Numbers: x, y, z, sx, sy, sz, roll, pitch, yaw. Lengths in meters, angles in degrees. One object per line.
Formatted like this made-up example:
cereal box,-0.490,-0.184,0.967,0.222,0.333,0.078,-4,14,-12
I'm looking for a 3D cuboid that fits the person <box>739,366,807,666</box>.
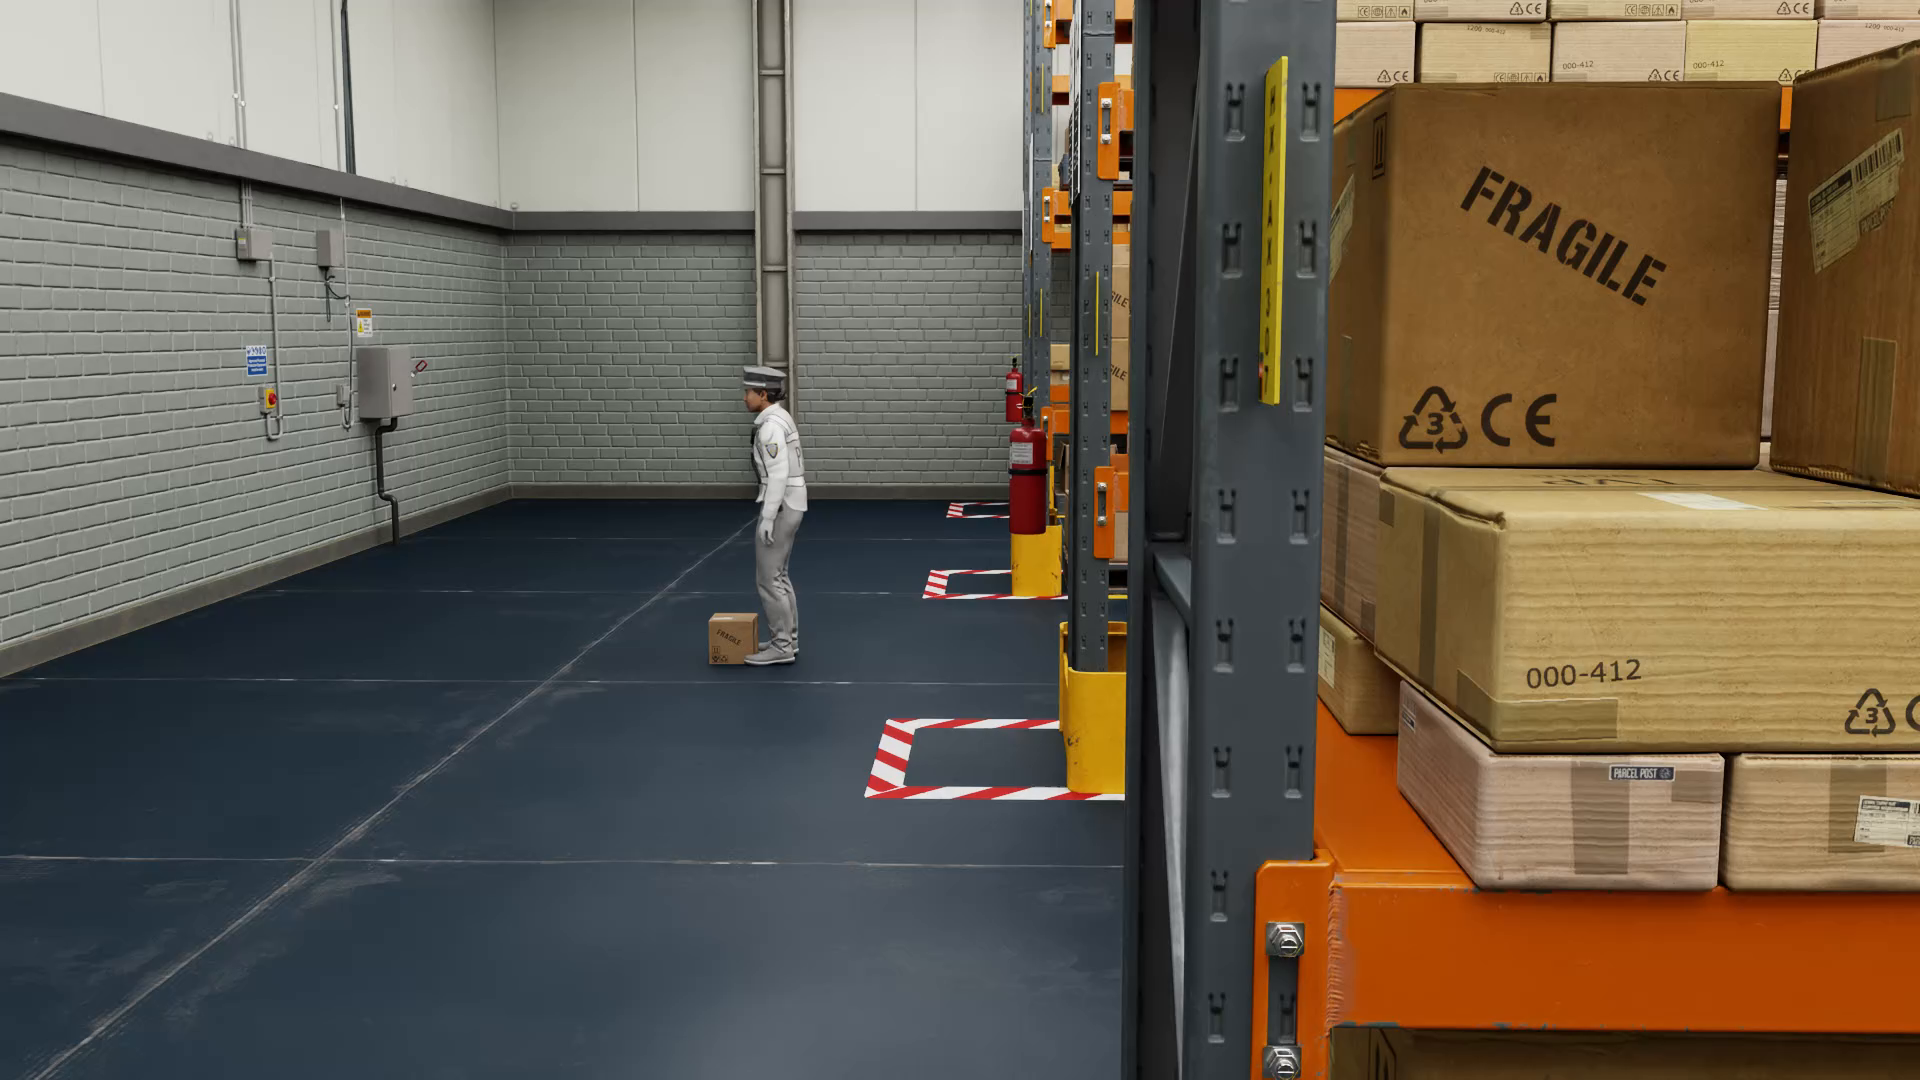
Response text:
person,-1.043,-0.141,9.348,0.372,1.666,0.547,0,7,-2
